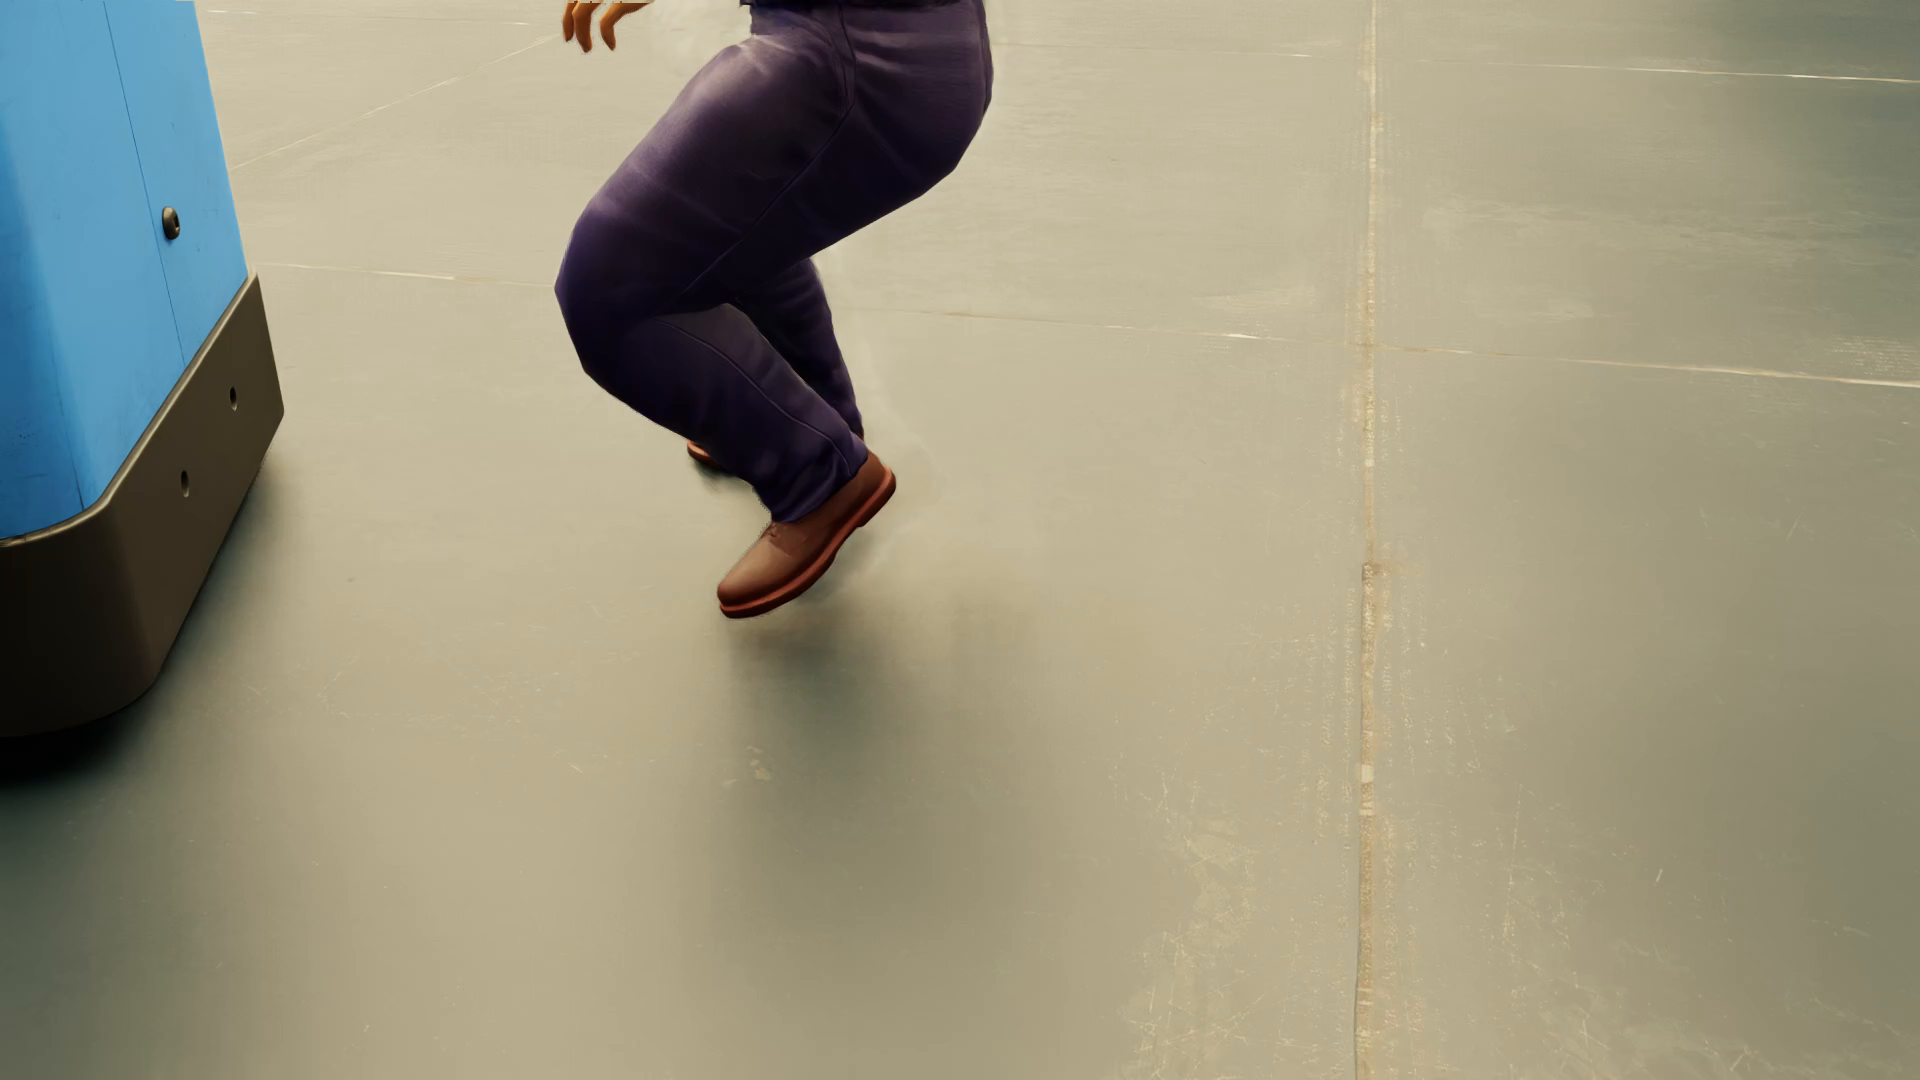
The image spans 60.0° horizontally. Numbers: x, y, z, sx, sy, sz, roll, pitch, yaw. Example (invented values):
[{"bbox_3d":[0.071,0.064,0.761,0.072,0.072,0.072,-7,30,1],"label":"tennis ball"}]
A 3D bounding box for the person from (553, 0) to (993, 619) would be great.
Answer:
[{"bbox_3d":[-0.251,-0.645,2.114,0.587,1.492,0.824,1,27,1],"label":"person"}]

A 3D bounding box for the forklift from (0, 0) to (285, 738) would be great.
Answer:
[{"bbox_3d":[-2.535,-1.144,1.513,3.031,2.935,1.130,-5,27,-9],"label":"forklift"}]
